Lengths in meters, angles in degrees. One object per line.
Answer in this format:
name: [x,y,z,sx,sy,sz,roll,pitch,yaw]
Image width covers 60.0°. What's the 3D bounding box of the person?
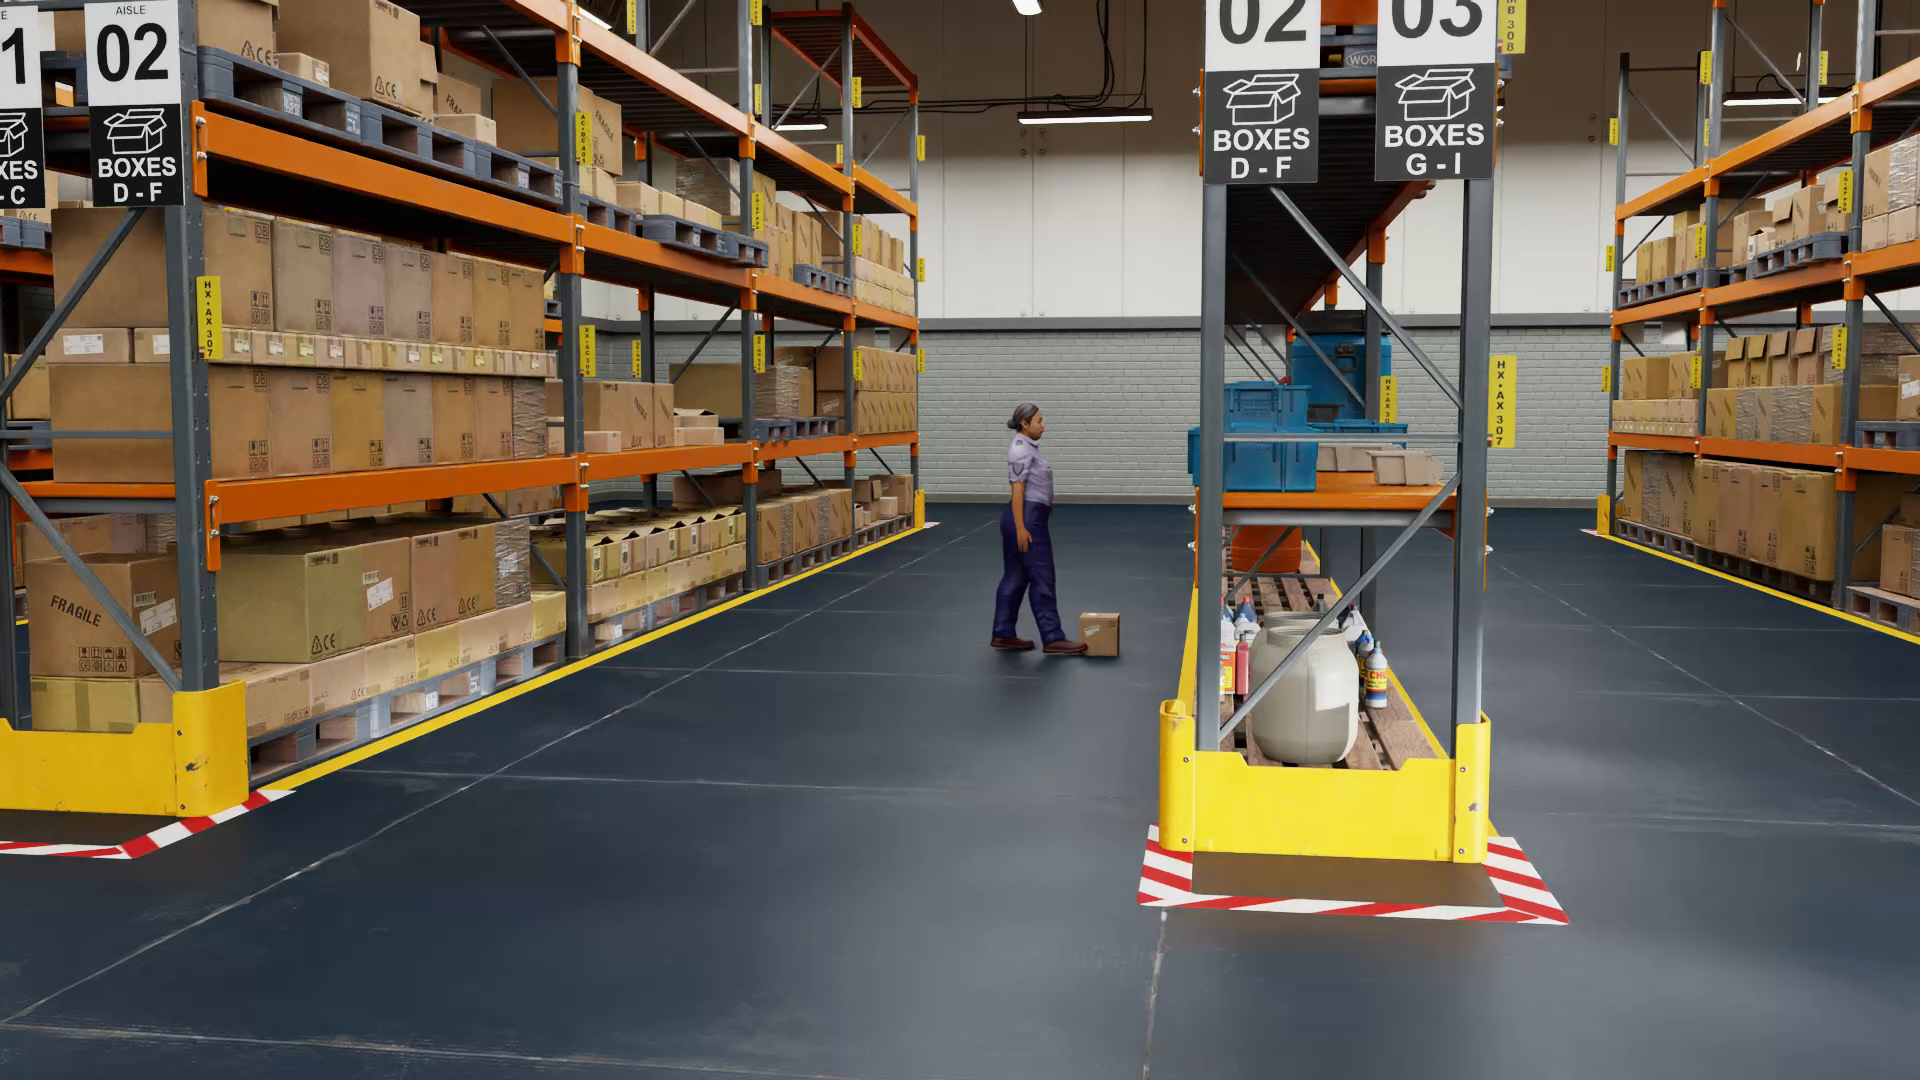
person: [0.525,-0.084,10.972,0.644,1.640,0.495,0,5,2]
